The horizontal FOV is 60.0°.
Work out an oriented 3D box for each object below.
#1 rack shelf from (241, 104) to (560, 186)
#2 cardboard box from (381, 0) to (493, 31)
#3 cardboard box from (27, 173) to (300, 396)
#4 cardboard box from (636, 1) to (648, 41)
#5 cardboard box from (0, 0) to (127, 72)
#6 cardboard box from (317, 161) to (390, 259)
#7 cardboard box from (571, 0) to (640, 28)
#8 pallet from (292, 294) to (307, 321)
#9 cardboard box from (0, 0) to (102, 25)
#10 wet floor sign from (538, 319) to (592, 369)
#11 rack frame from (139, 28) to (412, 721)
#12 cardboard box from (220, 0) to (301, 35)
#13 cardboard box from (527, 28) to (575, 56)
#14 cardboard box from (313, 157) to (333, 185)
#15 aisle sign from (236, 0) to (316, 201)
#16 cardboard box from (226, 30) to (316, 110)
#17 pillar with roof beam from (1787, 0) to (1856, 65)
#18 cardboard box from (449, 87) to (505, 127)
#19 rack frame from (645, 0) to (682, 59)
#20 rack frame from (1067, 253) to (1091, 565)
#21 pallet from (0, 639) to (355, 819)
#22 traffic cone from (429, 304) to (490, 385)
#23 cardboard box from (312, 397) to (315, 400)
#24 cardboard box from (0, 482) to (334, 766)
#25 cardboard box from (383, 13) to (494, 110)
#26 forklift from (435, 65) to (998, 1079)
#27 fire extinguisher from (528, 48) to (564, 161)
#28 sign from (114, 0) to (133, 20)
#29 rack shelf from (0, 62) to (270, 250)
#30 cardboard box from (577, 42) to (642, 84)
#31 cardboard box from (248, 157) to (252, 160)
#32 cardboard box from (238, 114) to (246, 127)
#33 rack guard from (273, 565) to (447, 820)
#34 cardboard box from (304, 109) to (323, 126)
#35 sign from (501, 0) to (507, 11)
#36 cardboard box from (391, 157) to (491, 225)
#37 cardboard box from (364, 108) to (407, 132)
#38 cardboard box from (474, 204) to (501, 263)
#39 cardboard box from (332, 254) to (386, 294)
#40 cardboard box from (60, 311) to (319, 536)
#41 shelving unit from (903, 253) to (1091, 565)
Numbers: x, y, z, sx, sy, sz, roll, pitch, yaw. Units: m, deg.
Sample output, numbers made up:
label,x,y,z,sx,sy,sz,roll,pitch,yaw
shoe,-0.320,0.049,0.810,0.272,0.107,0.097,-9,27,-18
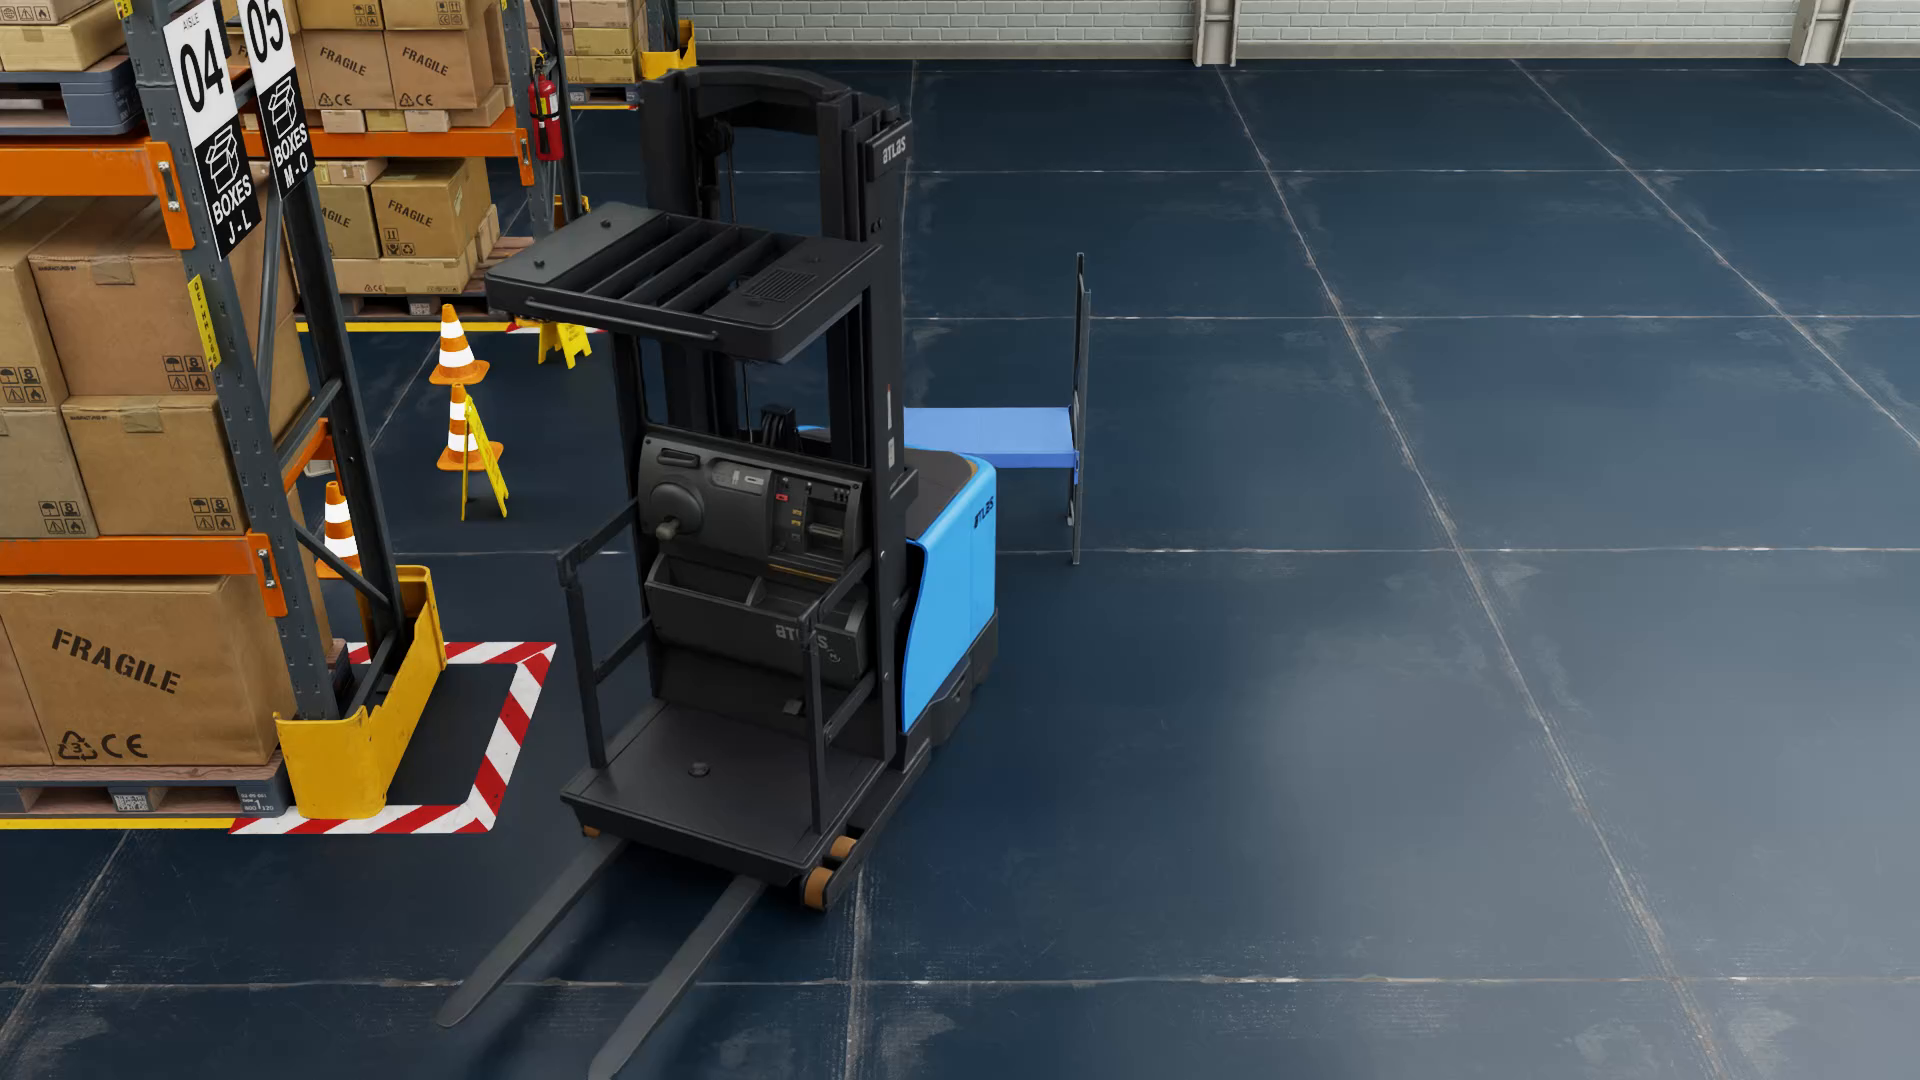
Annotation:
label,x,y,z,sx,sy,sz,roll,pitch,yaw
rack shelf,-4.730,-2.688,10.982,4.000,0.370,1.077,0,31,0
cardboard box,-3.239,-3.485,10.254,0.500,0.500,0.700,-1,31,-2
cardboard box,-2.970,-0.979,6.287,0.550,0.550,0.875,0,31,0
cardboard box,-3.235,-4.901,15.699,0.500,0.250,0.500,0,31,1
cardboard box,-2.929,-1.655,5.435,0.250,0.149,0.380,0,31,0
cardboard box,-4.051,-2.185,10.983,0.500,0.500,0.500,1,31,2
cardboard box,-3.222,-4.845,15.126,0.500,0.250,0.500,1,31,1
pallet,-4.835,-1.823,11.551,1.213,0.211,1.003,0,31,0
cardboard box,-3.087,-1.856,5.382,0.500,0.250,0.500,0,31,0
wet floor sign,-2.533,-1.441,10.503,0.232,0.644,0.267,10,33,17
rack frame,-2.599,-0.435,6.575,0.127,3.000,1.000,0,31,0
cardboard box,-4.255,-3.432,10.168,0.500,0.500,0.700,-1,31,-1
cardboard box,-3.750,-4.635,15.261,0.500,0.250,0.500,0,31,-1
cardboard box,-4.147,-2.431,10.763,0.250,0.149,0.380,0,31,1
aisle sign,-2.530,-1.702,6.157,0.004,0.787,0.394,0,31,0
cardboard box,-4.272,-3.028,10.466,0.500,0.500,0.500,0,31,-1
pillar with roof beam,8.561,-6.411,10.642,0.400,9.000,9.100,0,31,0
cardboard box,-3.102,-2.782,10.686,0.250,0.149,0.380,1,31,1
rack frame,-2.763,-5.577,15.050,0.127,3.000,1.000,0,31,0
rack frame,0.594,-0.643,8.364,0.032,1.500,0.500,0,31,0
pallet,-3.398,0.801,7.227,1.213,0.211,1.003,0,31,0
traffic cone,-3.152,-1.247,10.359,0.334,0.463,0.336,0,31,0
cardboard box,-4.028,-0.731,9.812,0.250,0.149,0.380,16,35,25
cardboard box,-3.277,0.331,6.957,0.875,0.875,0.875,0,31,0
cardboard box,-3.271,-3.027,10.465,0.500,0.500,0.500,-1,31,-1
forklift,-0.875,-0.081,6.058,1.130,2.935,3.031,13,33,20
fire extinguisher,-2.613,-2.730,10.433,0.183,0.674,0.296,0,31,0
sign,-2.610,-1.780,5.123,0.005,0.325,0.100,0,31,0
rack shelf,-4.599,-1.403,5.973,4.000,0.370,1.077,0,31,0
cardboard box,-3.231,-4.415,15.381,0.500,0.250,0.500,0,31,0
cardboard box,-4.586,-2.466,11.445,0.500,0.500,0.500,0,31,1
cardboard box,-4.631,-2.788,10.695,0.250,0.149,0.380,0,31,0
rack guard,-2.575,0.634,7.223,0.348,0.500,1.175,0,31,0
cardboard box,-4.126,-2.790,10.699,0.250,0.149,0.380,0,31,0
sign,-2.747,-3.344,9.949,0.005,0.325,0.100,0,31,0
cardboard box,-3.562,-2.467,11.448,0.500,0.500,0.500,-1,31,-2
cardboard box,-3.612,-2.734,10.607,0.250,0.149,0.380,-1,31,-1
cardboard box,-3.538,-2.147,11.643,0.500,0.250,0.500,0,31,-1
cardboard box,-4.055,-1.866,11.180,0.500,0.250,0.500,0,31,0
cardboard box,-2.970,-0.474,6.495,0.550,0.550,0.875,0,31,0
shelving unit,0.085,-0.641,8.361,1.048,1.500,0.538,0,31,0
